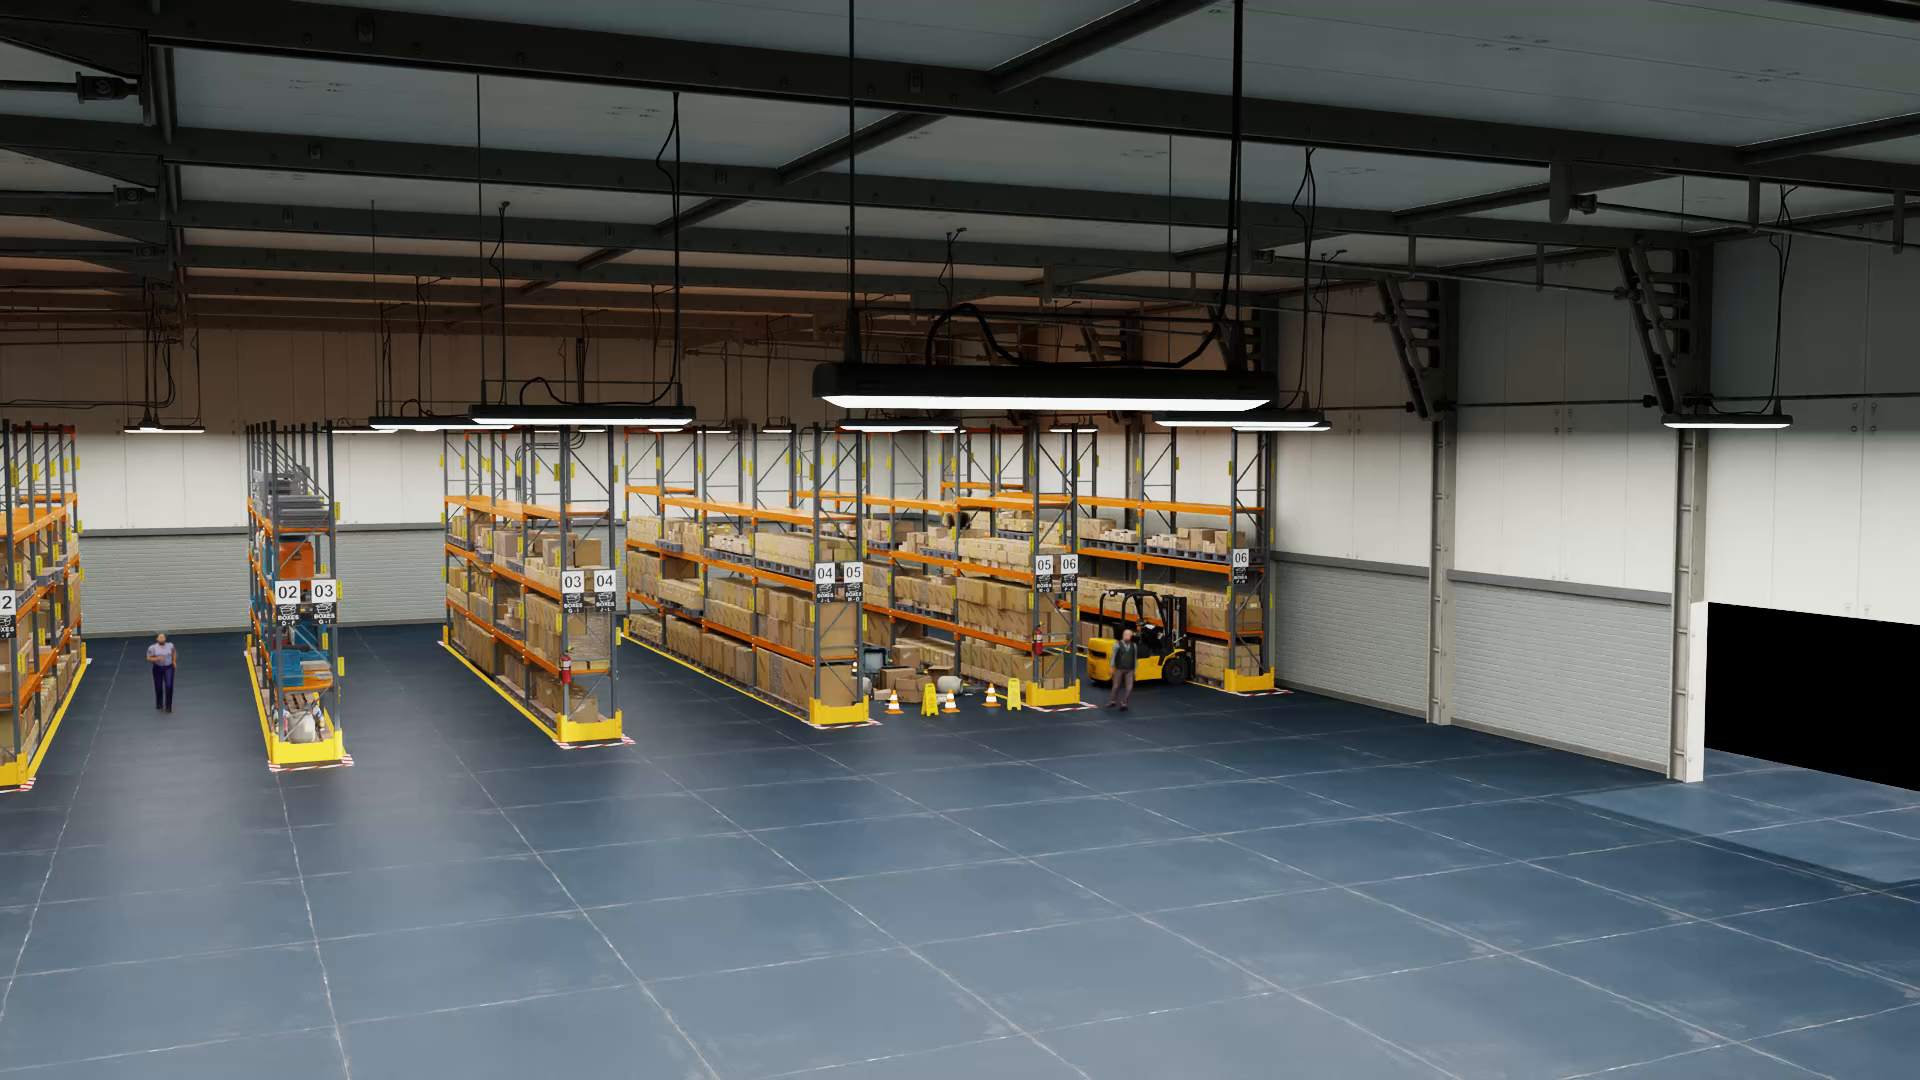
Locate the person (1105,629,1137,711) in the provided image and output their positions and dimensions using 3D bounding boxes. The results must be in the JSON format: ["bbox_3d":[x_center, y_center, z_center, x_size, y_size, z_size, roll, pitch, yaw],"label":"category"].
[{"bbox_3d":[3.364,2.706,34.633,0.654,1.702,0.493,-1,4,-16],"label":"person"}]

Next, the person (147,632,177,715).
[{"bbox_3d":[-16.516,2.751,34.423,0.556,1.672,0.855,-2,4,-27],"label":"person"}]
